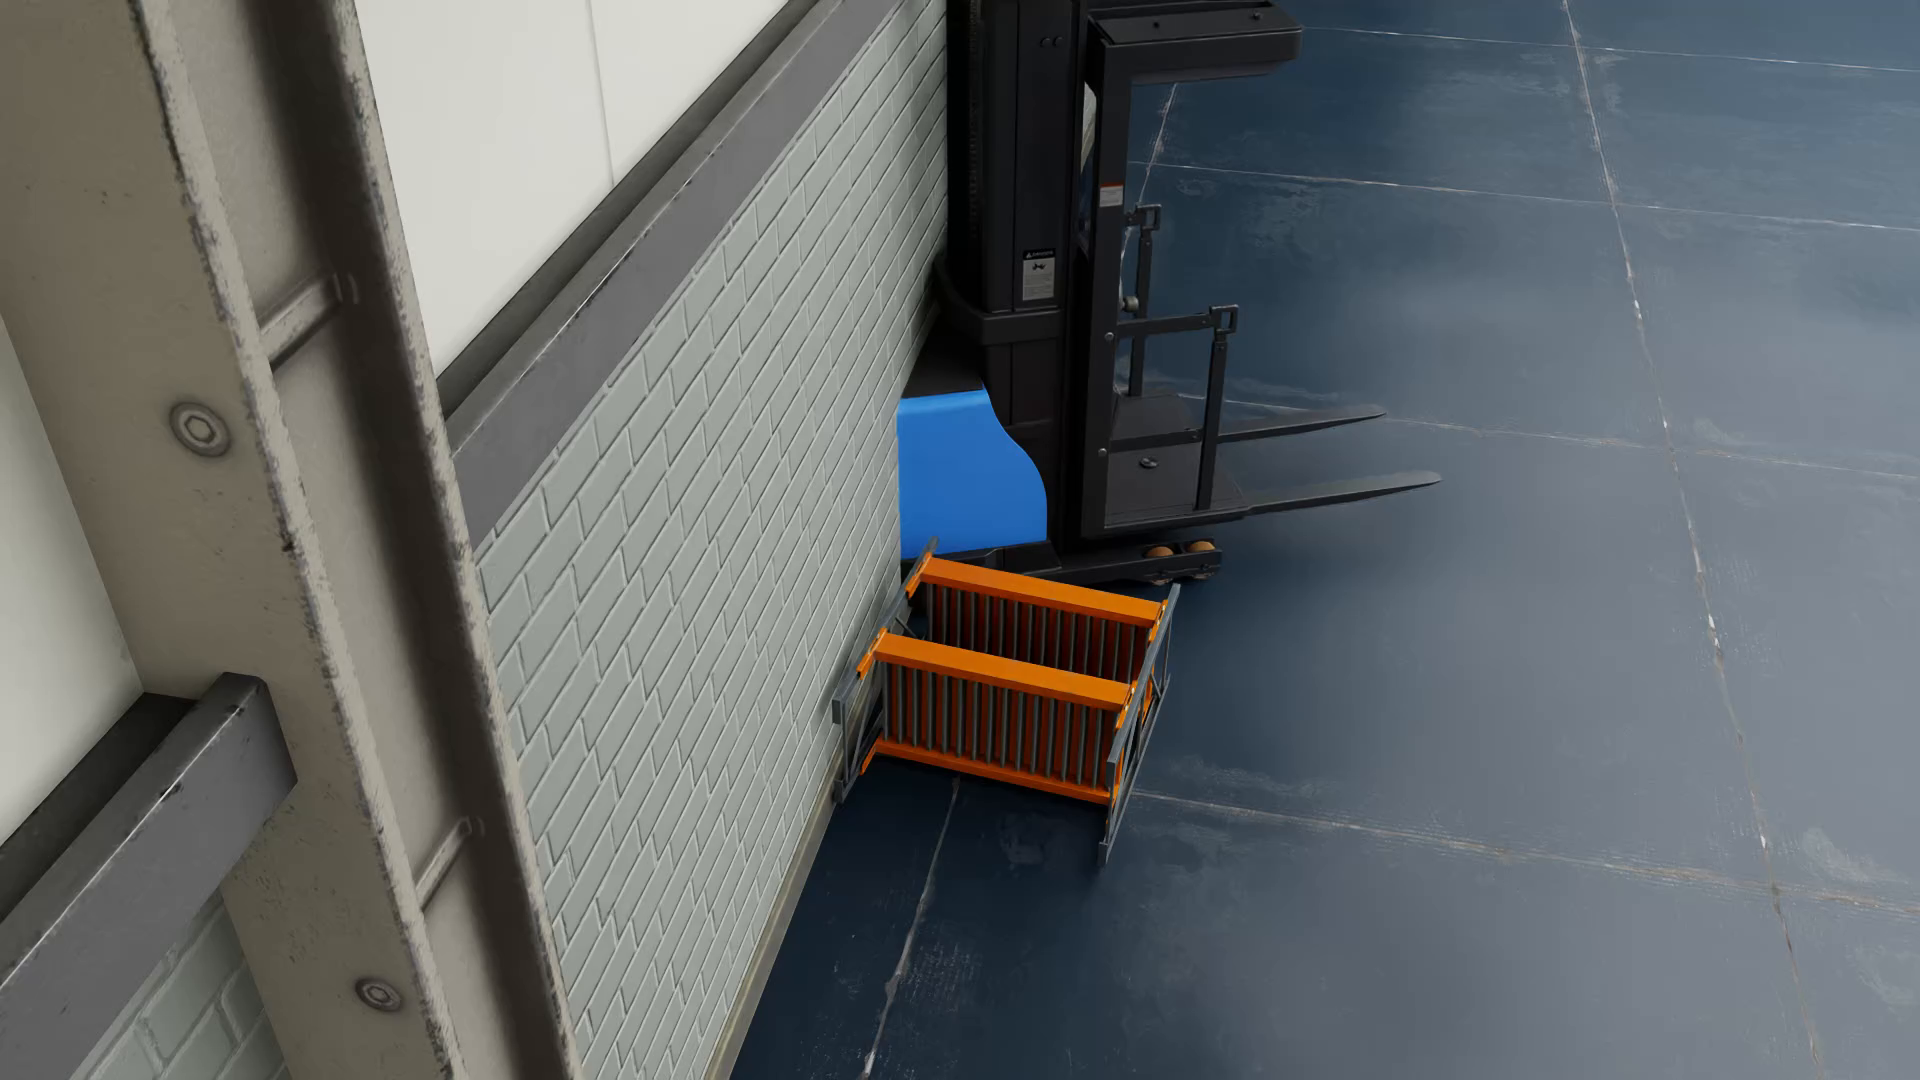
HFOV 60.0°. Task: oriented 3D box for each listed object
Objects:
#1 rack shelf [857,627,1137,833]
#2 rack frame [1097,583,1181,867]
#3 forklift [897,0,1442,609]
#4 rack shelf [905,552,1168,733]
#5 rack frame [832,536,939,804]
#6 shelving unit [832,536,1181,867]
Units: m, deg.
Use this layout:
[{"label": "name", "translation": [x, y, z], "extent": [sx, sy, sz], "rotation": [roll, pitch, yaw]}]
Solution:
[{"label": "rack shelf", "translation": [0.129, 0.712, 6.256], "extent": [1.000, 0.538, 0.278], "rotation": [11, 35, 14]}, {"label": "rack frame", "translation": [0.688, 0.678, 6.326], "extent": [0.032, 0.500, 1.125], "rotation": [11, 35, 14]}, {"label": "forklift", "translation": [0.703, -1.284, 7.024], "extent": [3.031, 2.935, 1.130], "rotation": [-8, 37, -10]}, {"label": "rack shelf", "translation": [0.294, 0.428, 6.681], "extent": [1.000, 0.538, 0.278], "rotation": [11, 35, 14]}, {"label": "rack frame", "translation": [-0.280, 0.487, 6.573], "extent": [0.032, 0.500, 1.125], "rotation": [11, 35, 14]}, {"label": "shelving unit", "translation": [0.204, 0.583, 6.449], "extent": [1.048, 0.538, 1.125], "rotation": [11, 35, 14]}]
